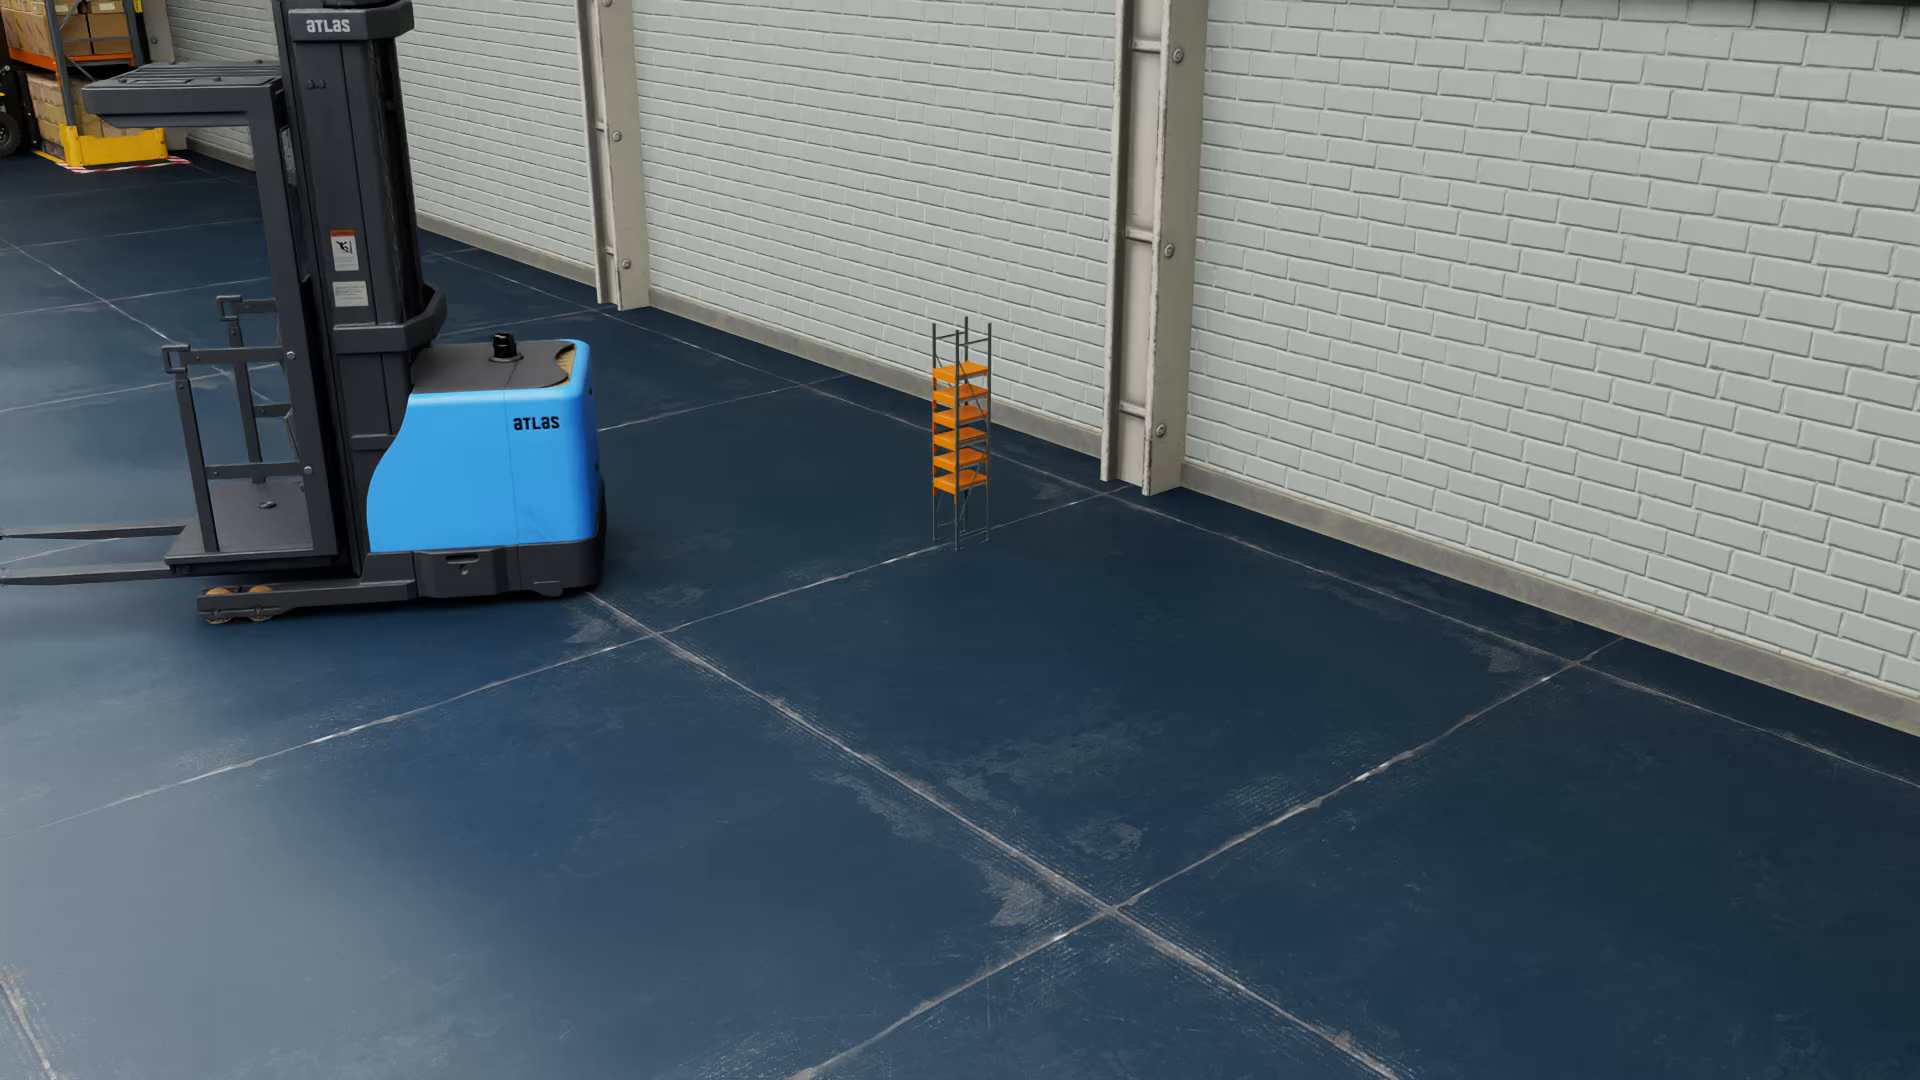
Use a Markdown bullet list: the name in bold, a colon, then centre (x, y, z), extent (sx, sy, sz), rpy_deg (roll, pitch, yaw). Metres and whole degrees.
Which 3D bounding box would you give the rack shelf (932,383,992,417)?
- **rack shelf**: centre (0.009, -0.737, 8.684), extent (0.258, 0.103, 0.180), rpy_deg (-17, 27, -37)

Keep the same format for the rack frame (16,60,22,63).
- **rack frame**: centre (-13.511, -7.413, 23.797), extent (1.000, 3.000, 0.127), rpy_deg (-17, 27, -37)

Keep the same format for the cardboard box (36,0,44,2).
- **cardboard box**: centre (-11.478, -6.904, 21.065), extent (0.380, 0.149, 0.250), rpy_deg (-17, 27, -37)

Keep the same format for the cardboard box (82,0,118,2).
- **cardboard box**: centre (-10.957, -6.939, 21.152), extent (0.380, 0.149, 0.250), rpy_deg (-18, 28, -38)

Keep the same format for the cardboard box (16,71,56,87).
- **cardboard box**: centre (-12.437, -6.160, 22.422), extent (0.500, 0.250, 0.500), rpy_deg (-18, 28, -38)

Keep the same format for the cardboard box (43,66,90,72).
- **cardboard box**: centre (-12.381, -6.424, 23.097), extent (0.500, 0.250, 0.500), rpy_deg (-17, 27, -37)

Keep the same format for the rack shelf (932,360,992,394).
- **rack shelf**: centre (0.009, -0.849, 8.640), extent (0.258, 0.103, 0.180), rpy_deg (-17, 27, -37)

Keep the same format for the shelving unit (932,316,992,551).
- **shelving unit**: centre (0.009, -0.555, 8.755), extent (0.258, 1.200, 0.189), rpy_deg (-17, 27, -37)

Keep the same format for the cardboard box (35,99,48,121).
- **cardboard box**: centre (-11.774, -5.657, 21.823), extent (0.500, 0.250, 0.500), rpy_deg (-18, 28, -38)

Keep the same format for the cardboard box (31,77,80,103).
- **cardboard box**: centre (-11.775, -5.881, 21.710), extent (0.500, 0.250, 0.500), rpy_deg (-17, 27, -36)

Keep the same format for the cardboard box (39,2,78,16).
- **cardboard box**: centre (-11.339, -6.685, 20.914), extent (0.380, 0.149, 0.250), rpy_deg (-17, 27, -37)

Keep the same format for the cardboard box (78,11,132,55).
- **cardboard box**: centre (-11.013, -6.557, 21.476), extent (0.500, 0.500, 0.500), rpy_deg (-16, 27, -36)

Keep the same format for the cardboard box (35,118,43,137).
- **cardboard box**: centre (-12.083, -5.558, 22.255), extent (0.500, 0.250, 0.500), rpy_deg (-17, 27, -37)

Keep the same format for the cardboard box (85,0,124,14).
- **cardboard box**: centre (-10.925, -6.812, 21.236), extent (0.380, 0.149, 0.250), rpy_deg (-18, 28, -39)

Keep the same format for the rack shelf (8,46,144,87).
- **rack shelf**: centre (-12.205, -6.525, 22.518), extent (1.077, 0.370, 4.000), rpy_deg (-17, 27, -37)

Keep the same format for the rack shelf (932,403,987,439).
- **rack shelf**: centre (0.009, -0.625, 8.727), extent (0.258, 0.103, 0.180), rpy_deg (-17, 27, -37)

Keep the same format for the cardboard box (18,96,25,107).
- **cardboard box**: centre (-12.451, -5.934, 22.530), extent (0.500, 0.250, 0.500), rpy_deg (-18, 27, -38)

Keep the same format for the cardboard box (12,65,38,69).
- **cardboard box**: centre (-13.107, -6.442, 23.141), extent (0.500, 0.250, 0.500), rpy_deg (-17, 27, -37)

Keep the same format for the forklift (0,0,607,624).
- **forklift**: centre (-3.355, -1.171, 7.954), extent (3.031, 2.935, 1.130), rpy_deg (-3, 22, -9)

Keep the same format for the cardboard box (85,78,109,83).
- **cardboard box**: centre (-11.070, -5.866, 21.672), extent (0.500, 0.250, 0.500), rpy_deg (-18, 28, -38)

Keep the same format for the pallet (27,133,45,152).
- **pallet**: centre (-12.223, -5.548, 22.859), extent (1.003, 0.211, 1.213), rpy_deg (-17, 27, -37)

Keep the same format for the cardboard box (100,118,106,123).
- **cardboard box**: centre (-11.050, -5.635, 21.767), extent (0.500, 0.250, 0.500), rpy_deg (-17, 27, -36)

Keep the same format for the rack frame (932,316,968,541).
- **rack frame**: centre (-0.050, -0.580, 8.820), extent (0.240, 1.200, 0.006), rpy_deg (-17, 27, -37)

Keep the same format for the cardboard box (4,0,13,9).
- **cardboard box**: centre (-12.508, -7.179, 22.173), extent (0.380, 0.149, 0.250), rpy_deg (-18, 28, -38)

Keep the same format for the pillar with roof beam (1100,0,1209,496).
- **pillar with roof beam**: centre (-2.184, -3.510, 5.607), extent (9.100, 9.000, 0.400), rpy_deg (-17, 27, -37)

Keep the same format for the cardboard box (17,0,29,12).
- **cardboard box**: centre (-12.014, -6.969, 21.637), extent (0.380, 0.149, 0.250), rpy_deg (-19, 28, -39)

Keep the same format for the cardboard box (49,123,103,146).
- **cardboard box**: centre (-11.446, -5.278, 21.540), extent (0.500, 0.250, 0.500), rpy_deg (-17, 27, -37)

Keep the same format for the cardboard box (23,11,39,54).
- **cardboard box**: centre (-11.752, -6.573, 21.517), extent (0.500, 0.500, 0.500), rpy_deg (-16, 27, -36)

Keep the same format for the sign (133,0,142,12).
- **sign**: centre (-10.476, -6.878, 21.137), extent (0.100, 0.325, 0.005), rpy_deg (-17, 27, -37)

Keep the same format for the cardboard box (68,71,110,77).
- **cardboard box**: centre (-11.718, -6.144, 22.382), extent (0.500, 0.250, 0.500), rpy_deg (-18, 27, -38)

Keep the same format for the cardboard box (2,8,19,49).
- **cardboard box**: centre (-12.423, -6.851, 22.226), extent (0.500, 0.500, 0.500), rpy_deg (-17, 27, -37)

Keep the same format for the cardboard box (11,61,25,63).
- **cardboard box**: centre (-14.361, -6.860, 25.067), extent (0.875, 0.625, 0.625), rpy_deg (-18, 28, -38)

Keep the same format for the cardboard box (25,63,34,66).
- **cardboard box**: centre (-13.043, -6.704, 23.810), extent (0.500, 0.250, 0.500), rpy_deg (-17, 27, -36)
